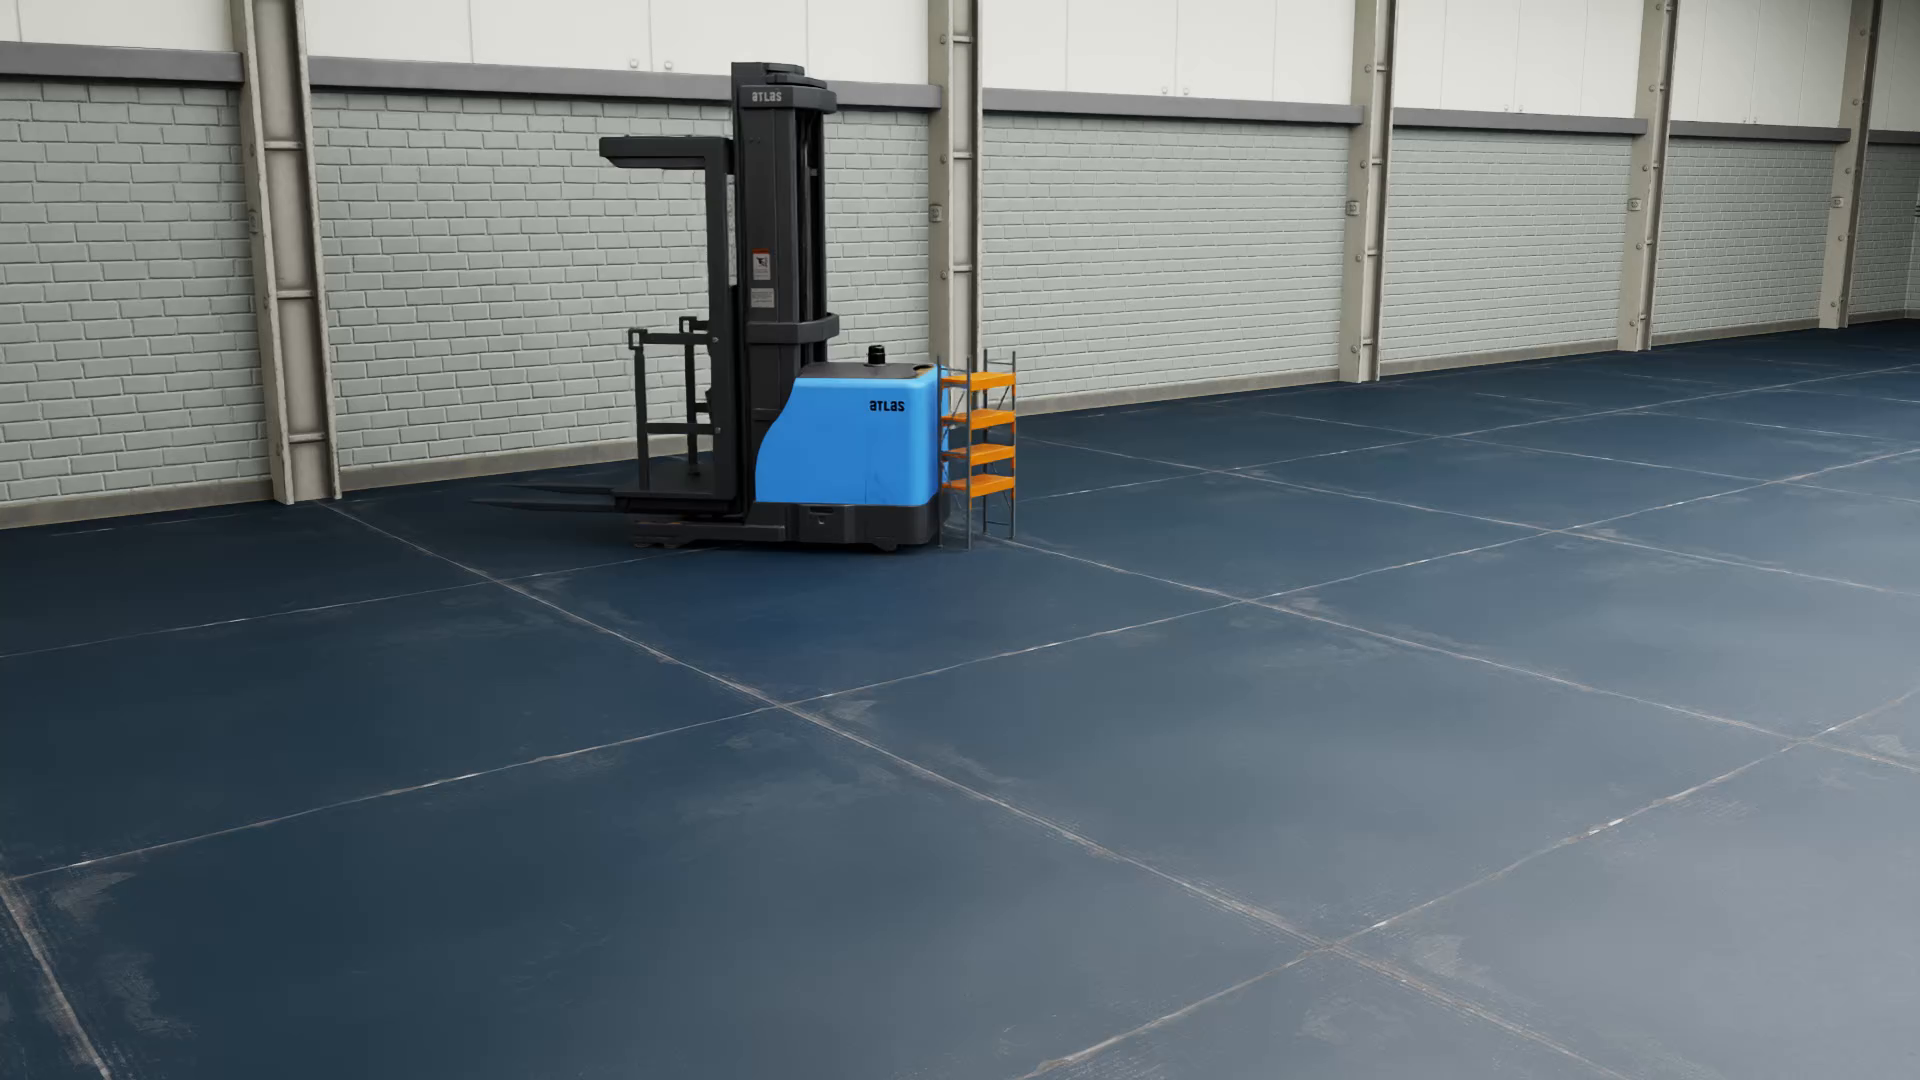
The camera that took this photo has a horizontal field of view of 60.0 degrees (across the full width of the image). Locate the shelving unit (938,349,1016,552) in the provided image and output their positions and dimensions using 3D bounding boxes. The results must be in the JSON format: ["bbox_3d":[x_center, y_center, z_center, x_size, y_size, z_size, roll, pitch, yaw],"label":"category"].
[{"bbox_3d":[0.108,-0.571,10.431,0.258,1.200,0.503,9,15,35],"label":"shelving unit"}]

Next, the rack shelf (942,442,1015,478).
[{"bbox_3d":[0.108,-0.506,10.445,0.258,0.148,0.480,9,15,35],"label":"rack shelf"}]

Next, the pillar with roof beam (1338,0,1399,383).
[{"bbox_3d":[7.332,-5.563,15.161,0.400,9.000,9.100,-9,15,-38],"label":"pillar with roof beam"}]

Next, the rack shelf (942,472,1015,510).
[{"bbox_3d":[0.108,-0.311,10.486,0.258,0.148,0.480,9,15,35],"label":"rack shelf"}]

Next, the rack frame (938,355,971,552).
[{"bbox_3d":[-0.037,-0.531,10.239,0.240,1.200,0.015,9,15,35],"label":"rack frame"}]

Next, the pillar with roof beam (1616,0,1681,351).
[{"bbox_3d":[12.017,-6.341,18.828,0.400,9.000,9.100,-9,15,-38],"label":"pillar with roof beam"}]

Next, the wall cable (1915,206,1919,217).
[{"bbox_3d":[17.139,-6.467,26.895,0.112,2.526,3.097,-9,15,-38],"label":"wall cable"}]

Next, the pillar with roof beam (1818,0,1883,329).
[{"bbox_3d":[16.702,-7.120,22.494,0.400,9.000,9.100,-9,15,-38],"label":"pillar with roof beam"}]

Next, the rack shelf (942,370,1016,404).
[{"bbox_3d":[0.108,-0.956,10.350,0.258,0.148,0.480,9,15,35],"label":"rack shelf"}]

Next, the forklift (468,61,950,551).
[{"bbox_3d":[-1.628,-1.486,10.569,3.031,2.935,1.130,2,12,9],"label":"forklift"}]

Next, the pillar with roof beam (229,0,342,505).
[{"bbox_3d":[-2.039,-4.006,7.828,0.400,9.000,9.100,-9,15,-38],"label":"pillar with roof beam"}]

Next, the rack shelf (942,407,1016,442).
[{"bbox_3d":[0.108,-0.724,10.399,0.258,0.148,0.480,9,15,35],"label":"rack shelf"}]

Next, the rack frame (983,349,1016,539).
[{"bbox_3d":[0.252,-0.612,10.624,0.240,1.200,0.015,9,15,35],"label":"rack frame"}]

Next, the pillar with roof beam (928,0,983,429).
[{"bbox_3d":[2.647,-4.784,11.495,0.400,9.000,9.100,-9,15,-38],"label":"pillar with roof beam"}]
